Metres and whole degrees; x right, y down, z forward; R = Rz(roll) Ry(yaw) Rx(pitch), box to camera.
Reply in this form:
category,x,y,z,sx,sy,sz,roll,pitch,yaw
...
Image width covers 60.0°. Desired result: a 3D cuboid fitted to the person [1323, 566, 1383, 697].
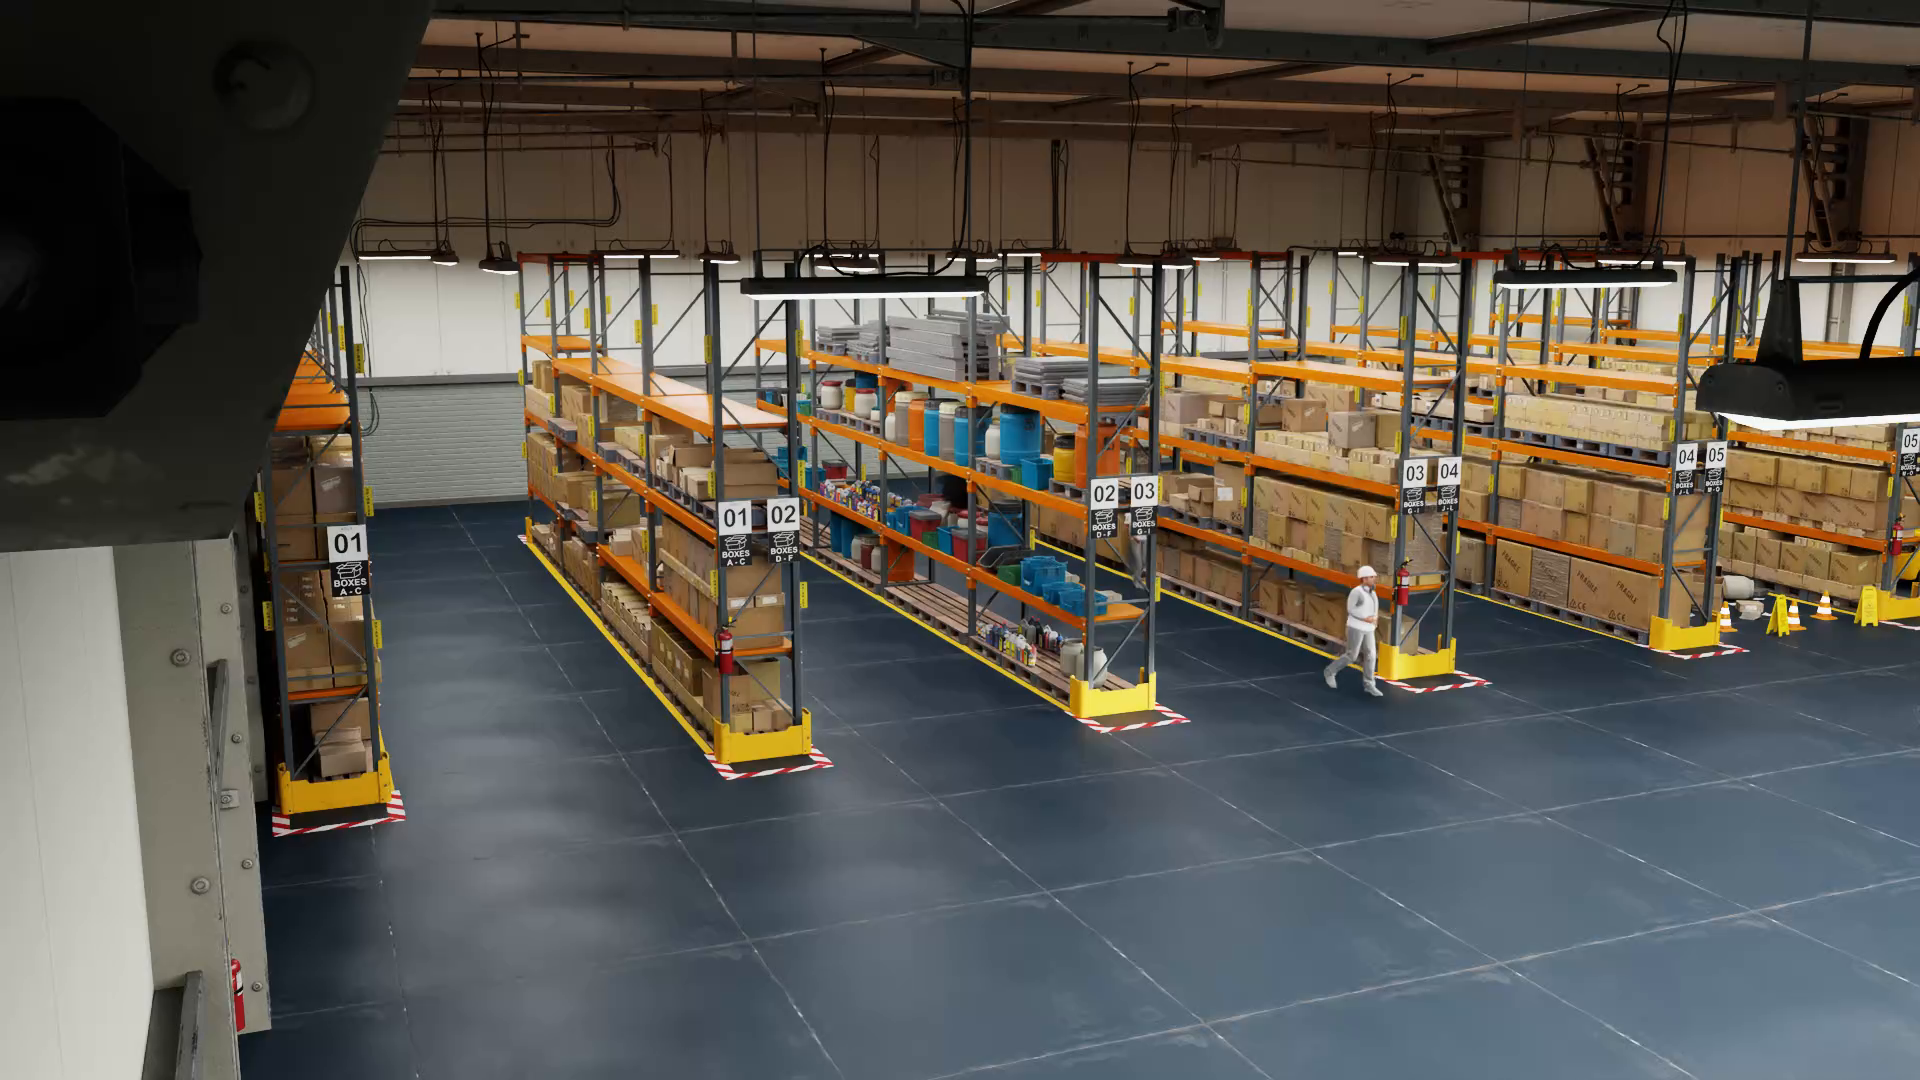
category,x,y,z,sx,sy,sz,roll,pitch,yaw
person,5.633,1.239,23.312,0.707,1.774,0.885,-10,14,-44

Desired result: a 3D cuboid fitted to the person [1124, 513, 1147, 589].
category,x,y,z,sx,sy,sz,roll,pitch,yaw
person,3.123,-0.009,28.896,0.608,1.670,0.524,-4,11,-22

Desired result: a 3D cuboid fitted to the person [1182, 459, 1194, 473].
category,x,y,z,sx,sy,sz,roll,pitch,yaw
person,5.603,-2.048,41.730,0.844,1.614,0.641,6,12,30
